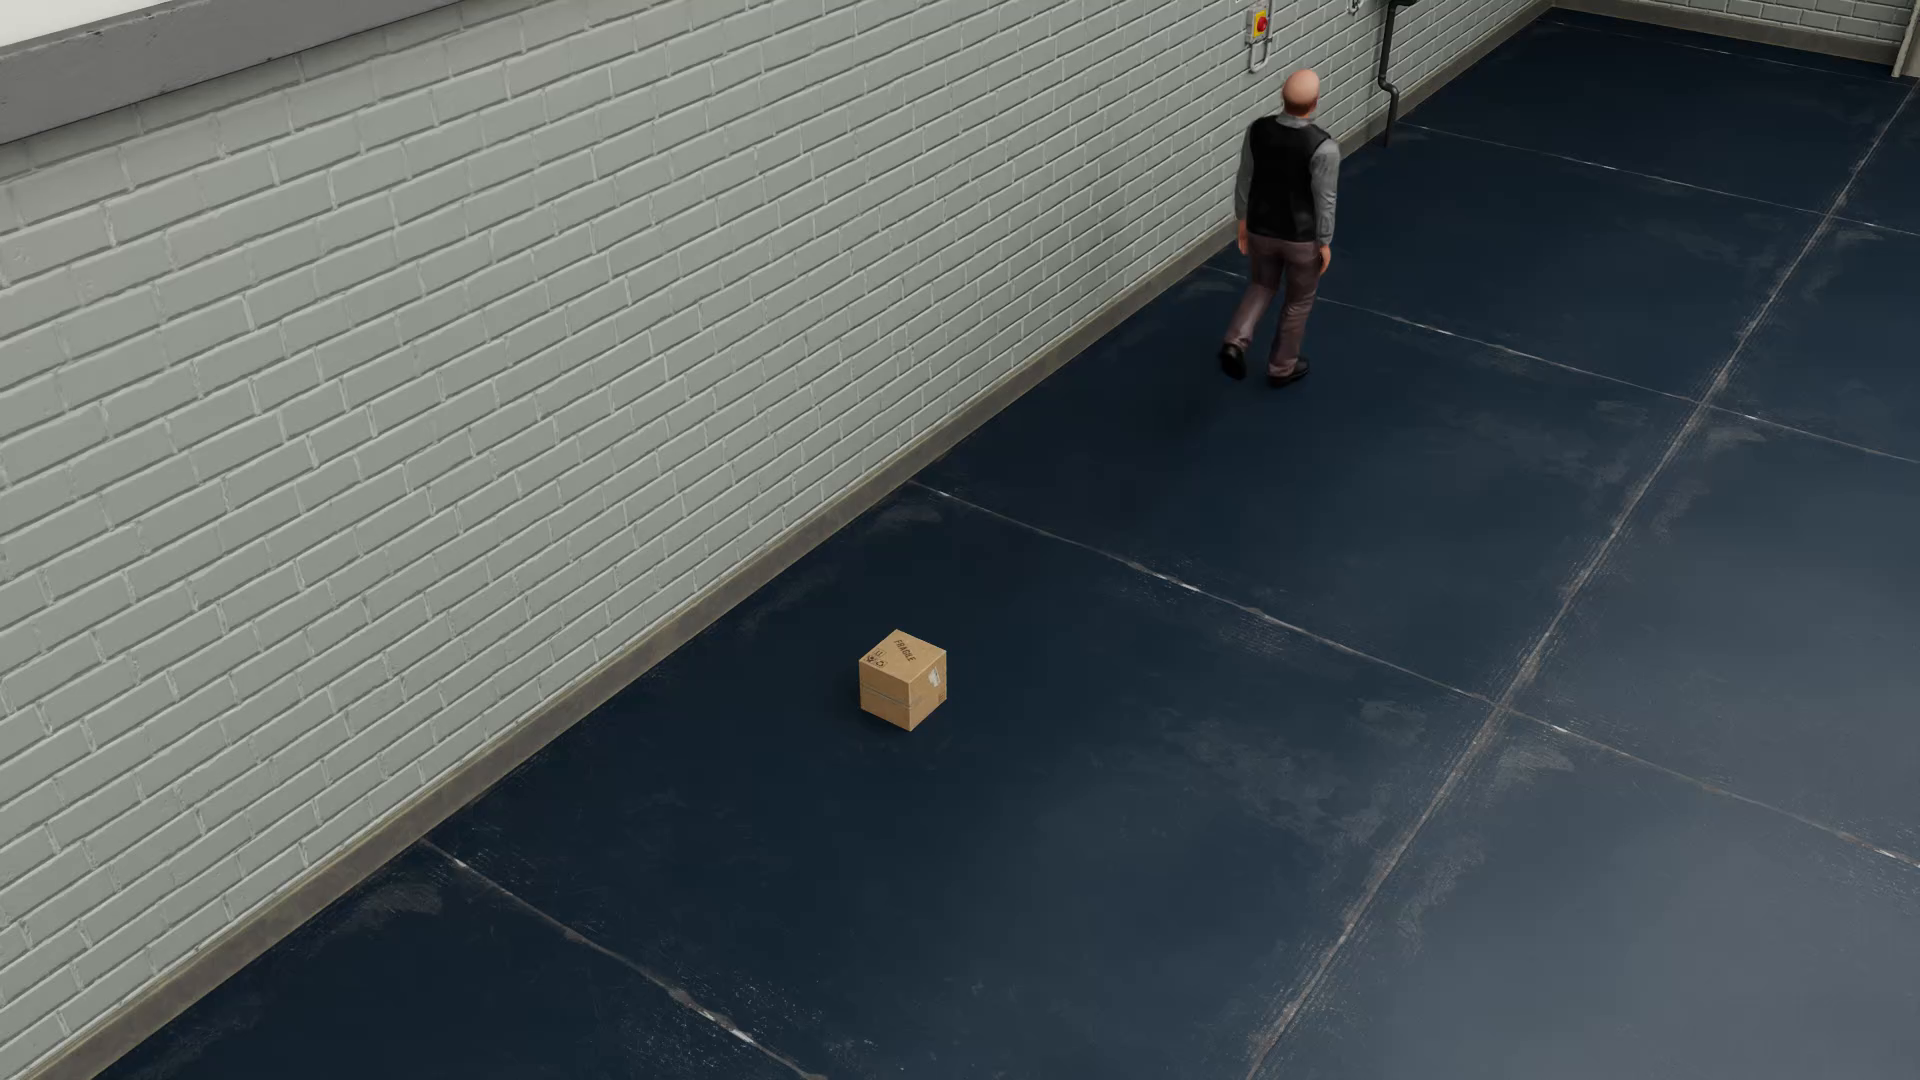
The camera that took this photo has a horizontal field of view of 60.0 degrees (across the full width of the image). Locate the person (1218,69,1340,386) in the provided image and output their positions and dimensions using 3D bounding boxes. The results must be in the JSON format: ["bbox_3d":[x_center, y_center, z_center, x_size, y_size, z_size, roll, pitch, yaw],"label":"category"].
[{"bbox_3d":[1.625,-1.538,8.385,0.541,1.706,0.621,24,41,31],"label":"person"}]
